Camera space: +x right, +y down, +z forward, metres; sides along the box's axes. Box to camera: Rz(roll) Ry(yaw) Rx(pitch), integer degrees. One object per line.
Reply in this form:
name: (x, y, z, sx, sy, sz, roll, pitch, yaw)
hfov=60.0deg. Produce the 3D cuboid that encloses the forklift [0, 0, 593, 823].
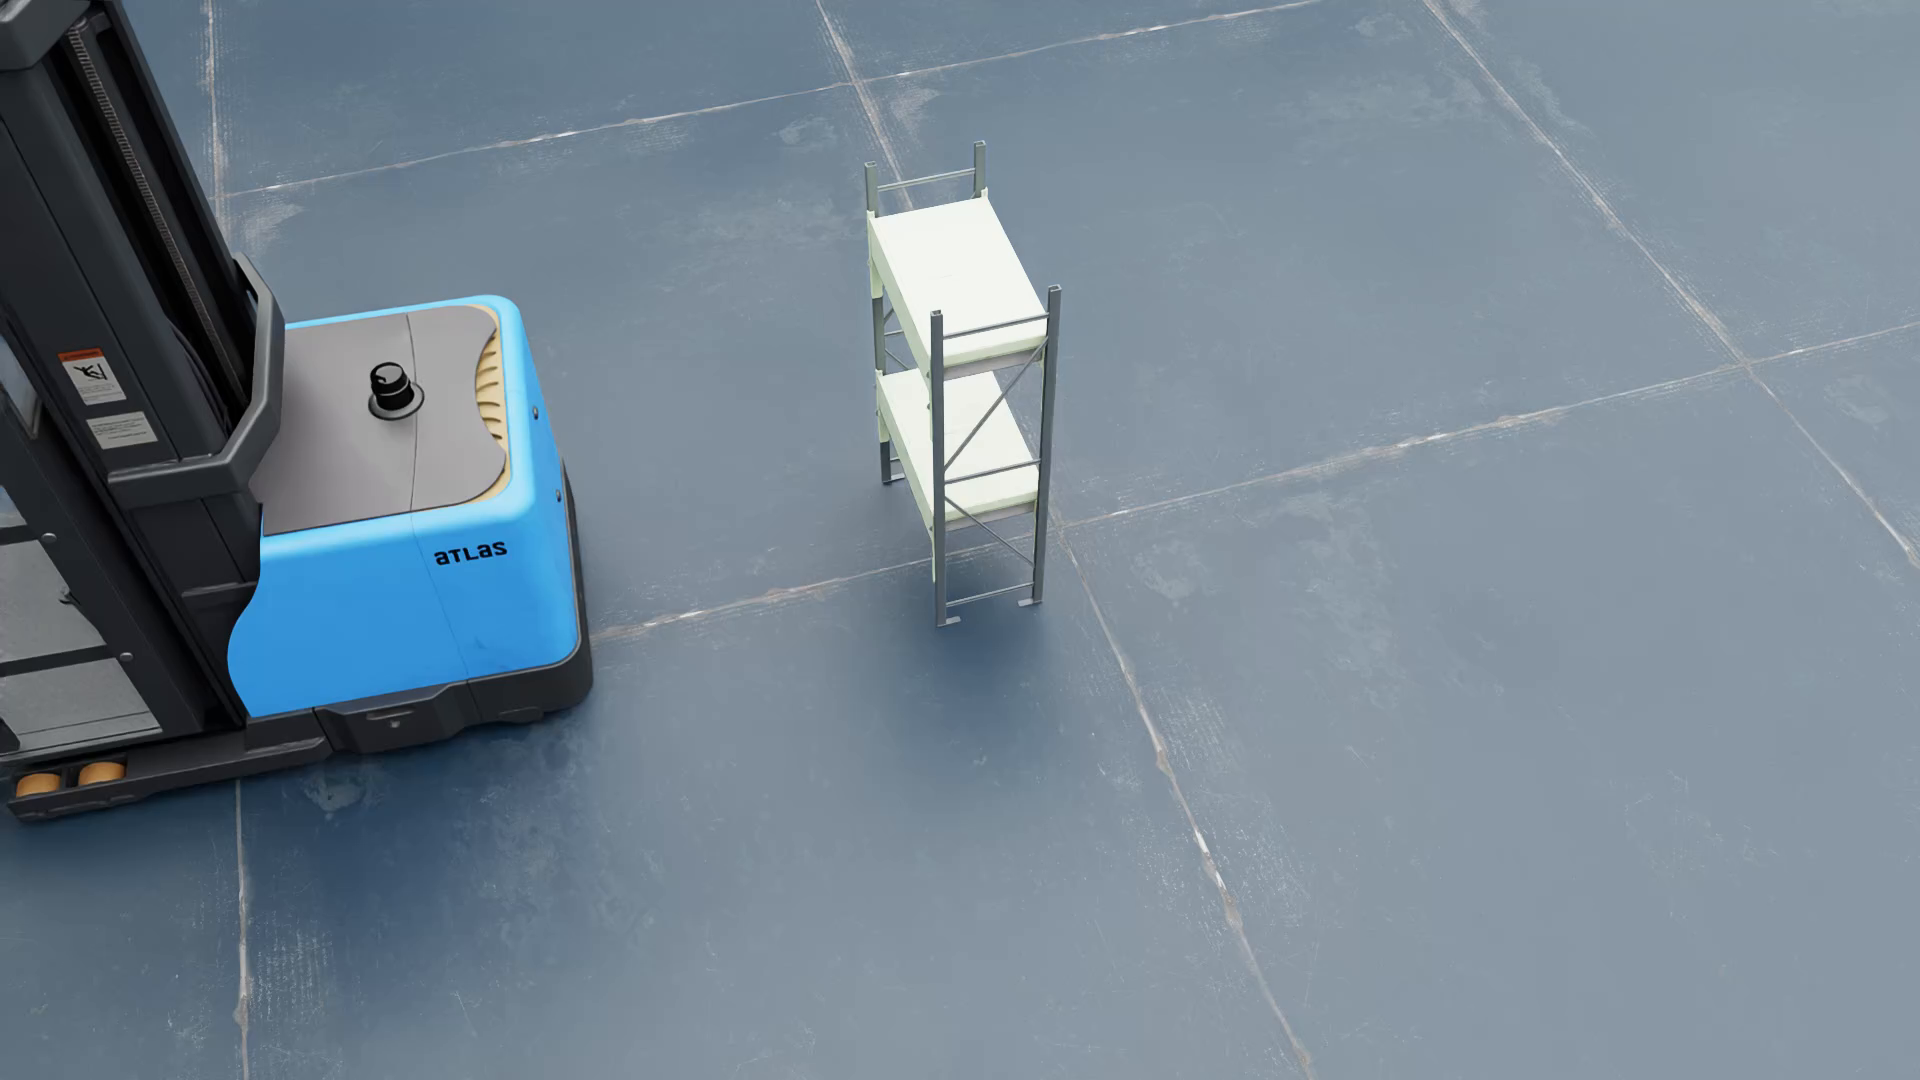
forklift: (-2.840, -0.474, 4.733, 3.031, 2.935, 1.130, -10, 51, -8)

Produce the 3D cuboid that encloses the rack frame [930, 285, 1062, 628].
rack frame: (0.106, -0.221, 5.455, 0.400, 1.500, 0.023, -13, 51, -11)

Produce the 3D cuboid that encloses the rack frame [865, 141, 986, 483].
rack frame: (-0.110, -0.756, 5.906, 0.400, 1.500, 0.023, -13, 51, -11)

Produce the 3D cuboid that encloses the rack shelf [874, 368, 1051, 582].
rack shelf: (-0.002, -0.278, 5.930, 0.431, 0.370, 0.720, -13, 51, -11)

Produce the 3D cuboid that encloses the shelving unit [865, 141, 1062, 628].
shelving unit: (-0.002, -0.488, 5.681, 0.431, 1.500, 0.755, -13, 51, -11)

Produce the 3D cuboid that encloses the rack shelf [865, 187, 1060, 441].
rack shelf: (-0.002, -0.740, 5.382, 0.431, 0.370, 0.720, -13, 51, -11)
